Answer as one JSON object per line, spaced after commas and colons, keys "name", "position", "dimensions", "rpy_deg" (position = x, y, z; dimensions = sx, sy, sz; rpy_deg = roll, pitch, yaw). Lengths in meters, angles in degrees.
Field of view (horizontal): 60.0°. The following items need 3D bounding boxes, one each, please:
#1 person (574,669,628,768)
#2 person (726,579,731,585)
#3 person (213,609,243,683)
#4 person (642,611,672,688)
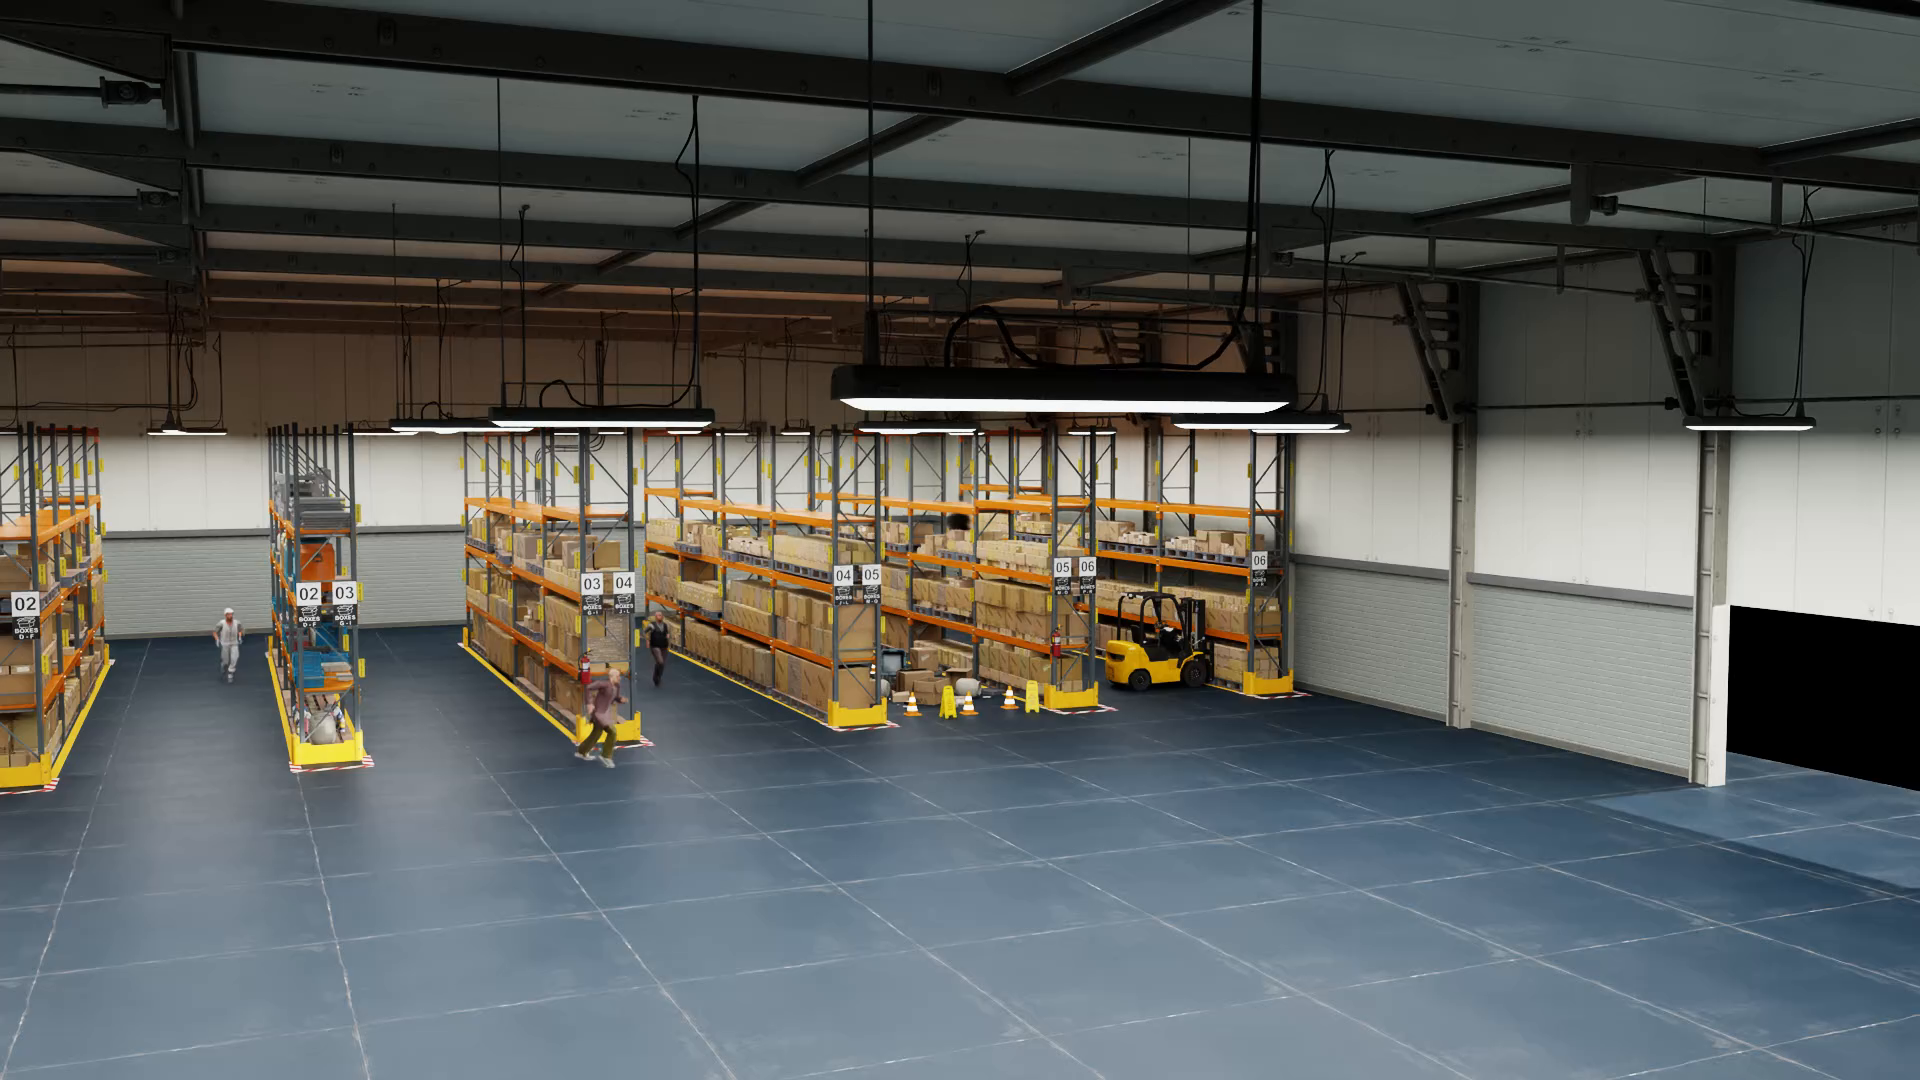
{"name": "person", "position": [-6.285, 3.122, 29.037], "dimensions": [1.026, 1.768, 0.744], "rpy_deg": [1, 4, 17]}
{"name": "person", "position": [-6.569, 1.962, 47.778], "dimensions": [0.893, 1.668, 0.656], "rpy_deg": [3, 5, 43]}
{"name": "person", "position": [-17.233, 2.473, 39.208], "dimensions": [0.673, 1.732, 0.618], "rpy_deg": [-2, 4, -35]}
{"name": "person", "position": [-6.945, 2.524, 38.387], "dimensions": [0.641, 1.748, 0.720], "rpy_deg": [-3, 4, -39]}
